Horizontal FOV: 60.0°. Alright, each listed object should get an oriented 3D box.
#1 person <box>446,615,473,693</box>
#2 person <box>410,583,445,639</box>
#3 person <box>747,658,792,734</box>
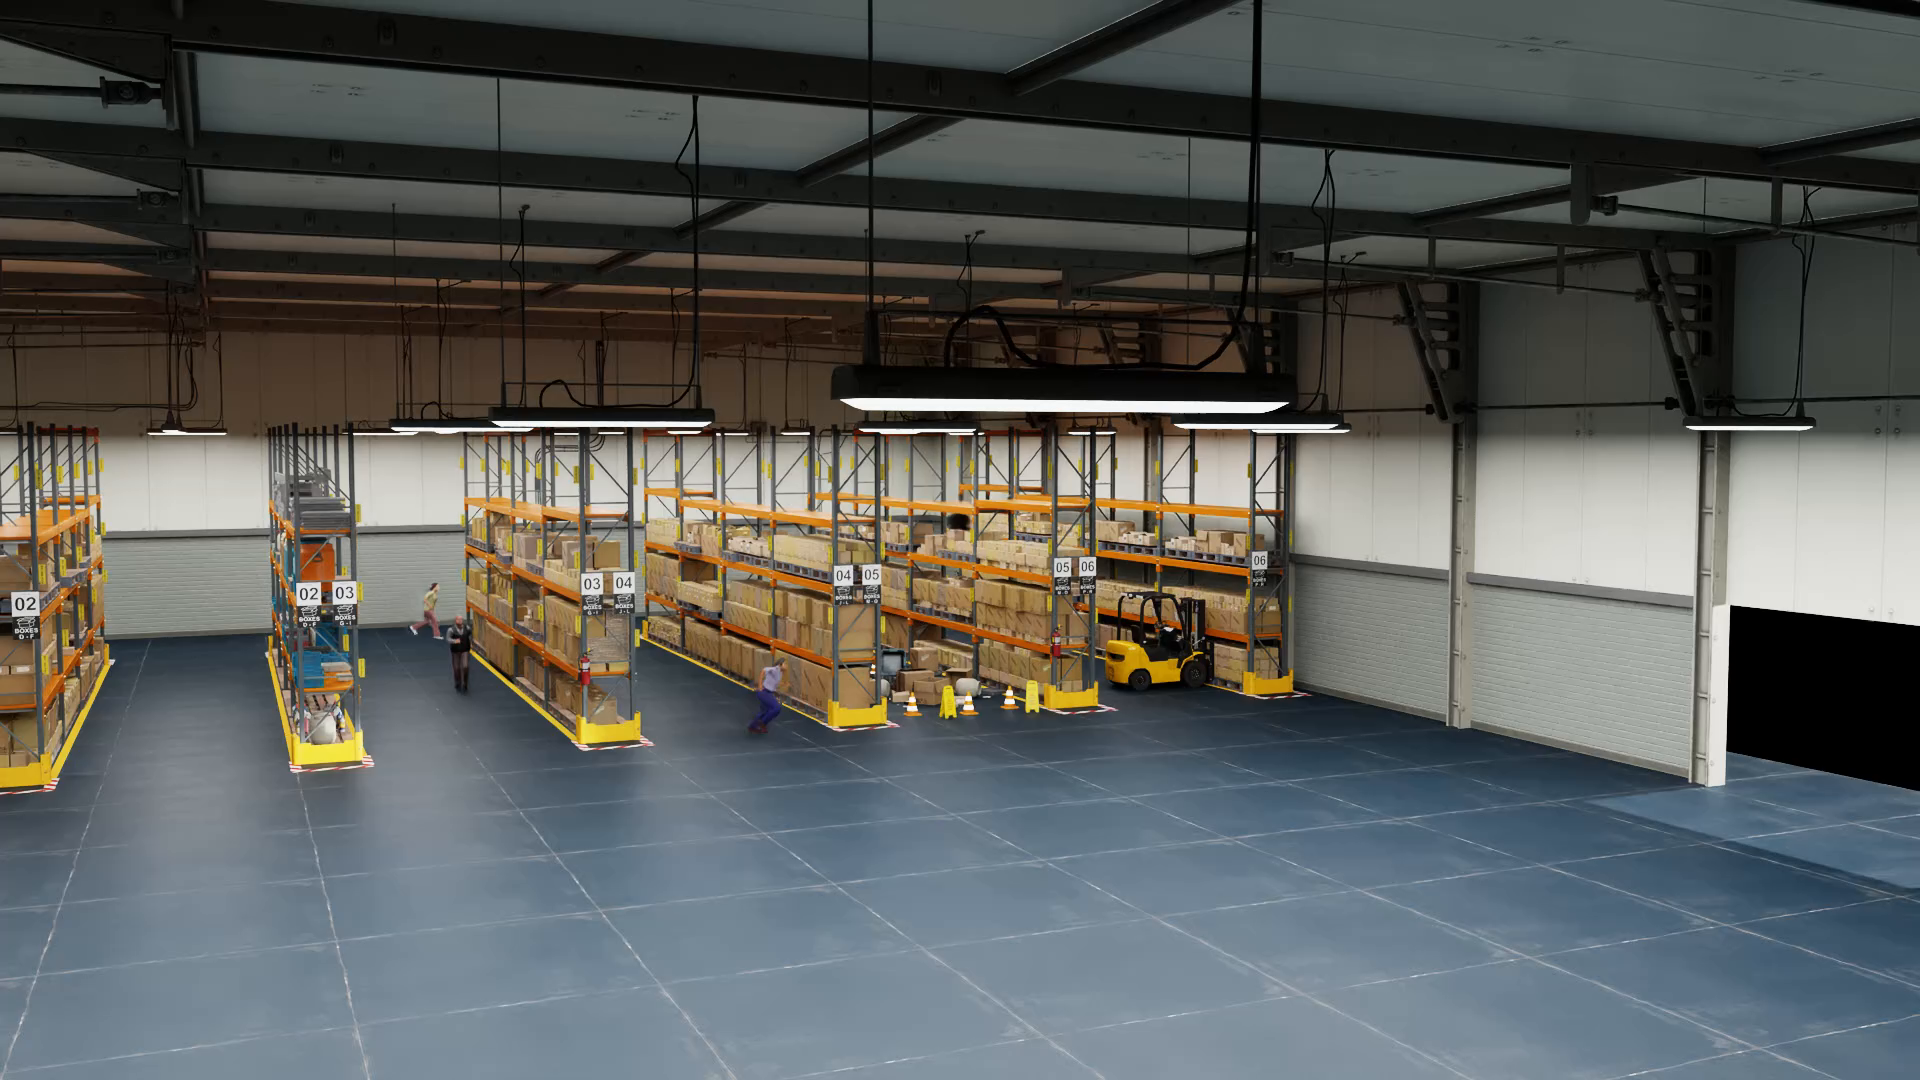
[{"bbox_3d":[-11.304,2.613,37.589,0.594,1.692,0.833,-1,4,-18],"label":"person"},{"bbox_3d":[-15.207,2.080,47.405,0.983,1.517,0.567,0,3,2],"label":"person"},{"bbox_3d":[-3.697,3.009,32.101,0.895,1.488,0.646,1,4,11],"label":"person"}]
